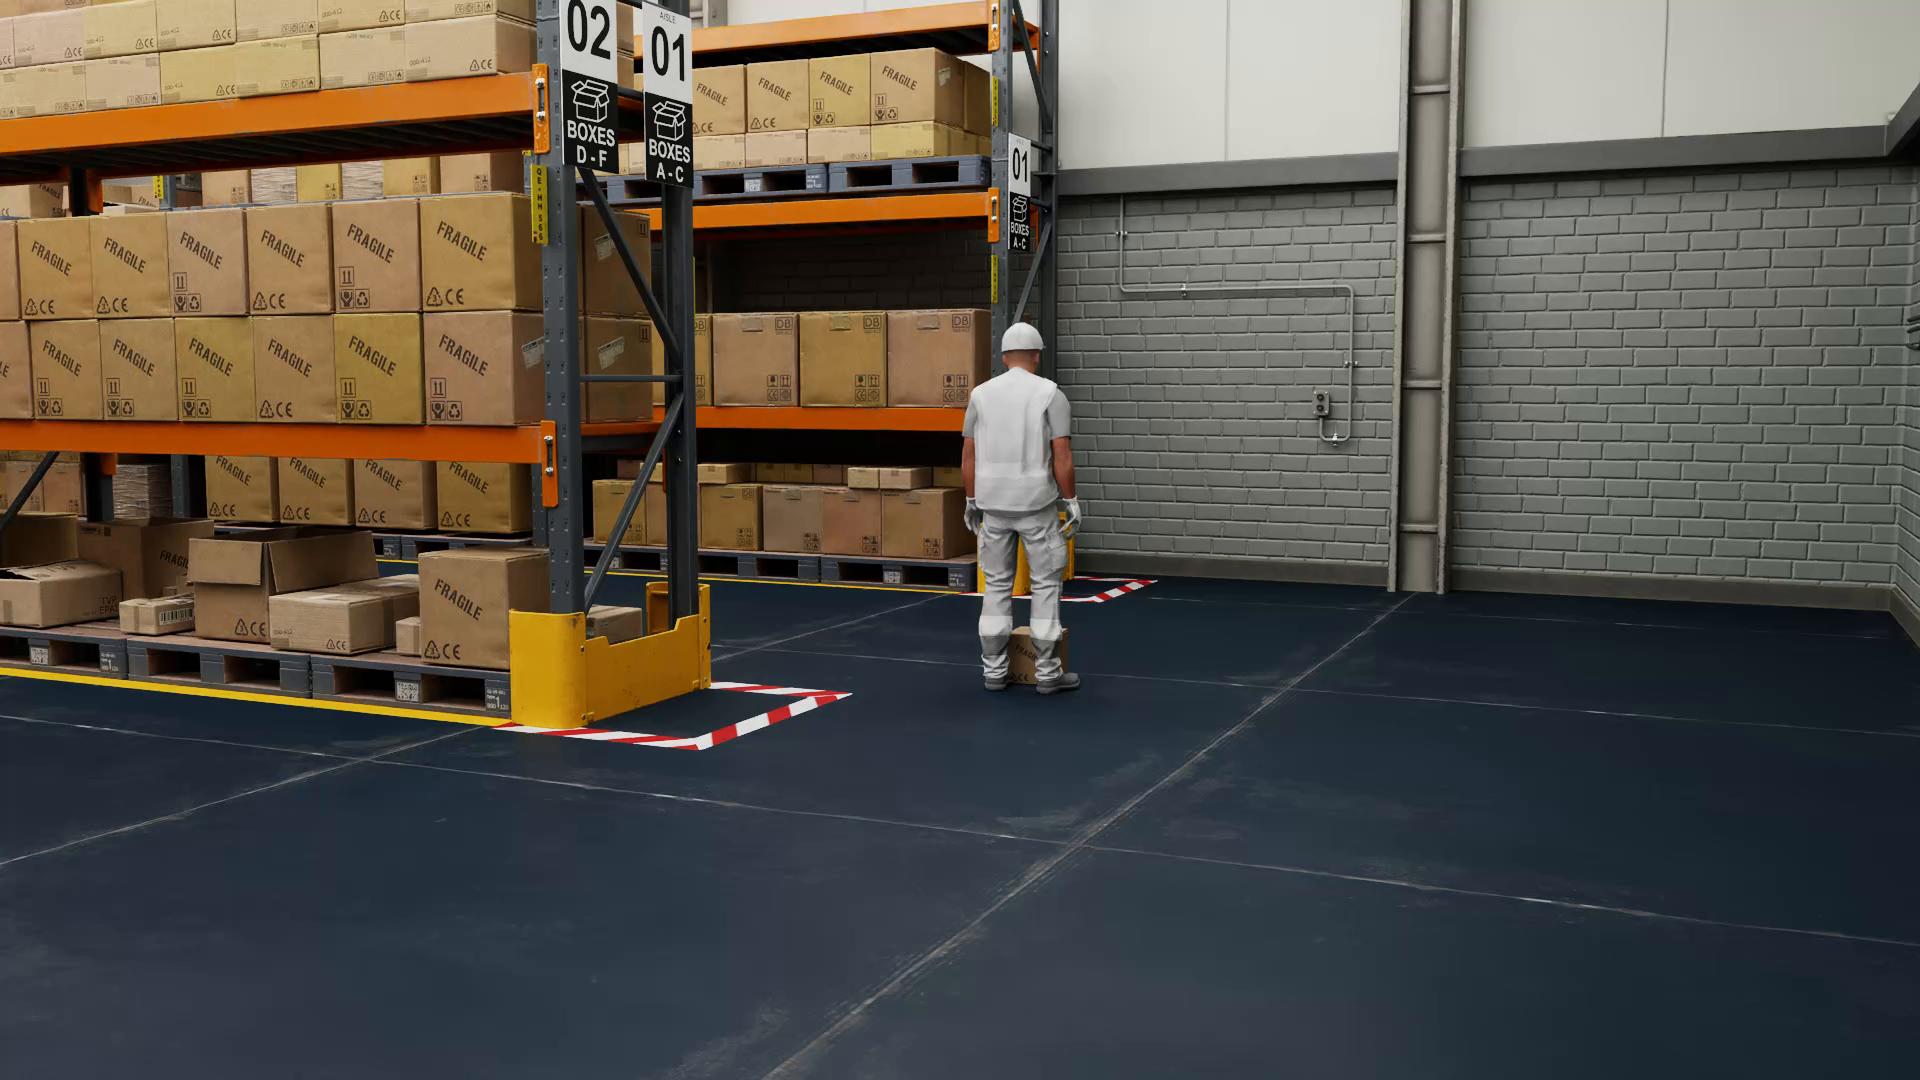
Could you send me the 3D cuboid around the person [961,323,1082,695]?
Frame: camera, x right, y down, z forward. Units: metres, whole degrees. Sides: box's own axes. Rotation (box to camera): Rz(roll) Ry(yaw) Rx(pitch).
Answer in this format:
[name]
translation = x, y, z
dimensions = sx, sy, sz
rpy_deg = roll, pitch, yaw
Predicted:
[person]
translation = 0.300, -0.157, 8.054
dimensions = 0.604, 1.775, 0.453
rpy_deg = 2, 6, 23
